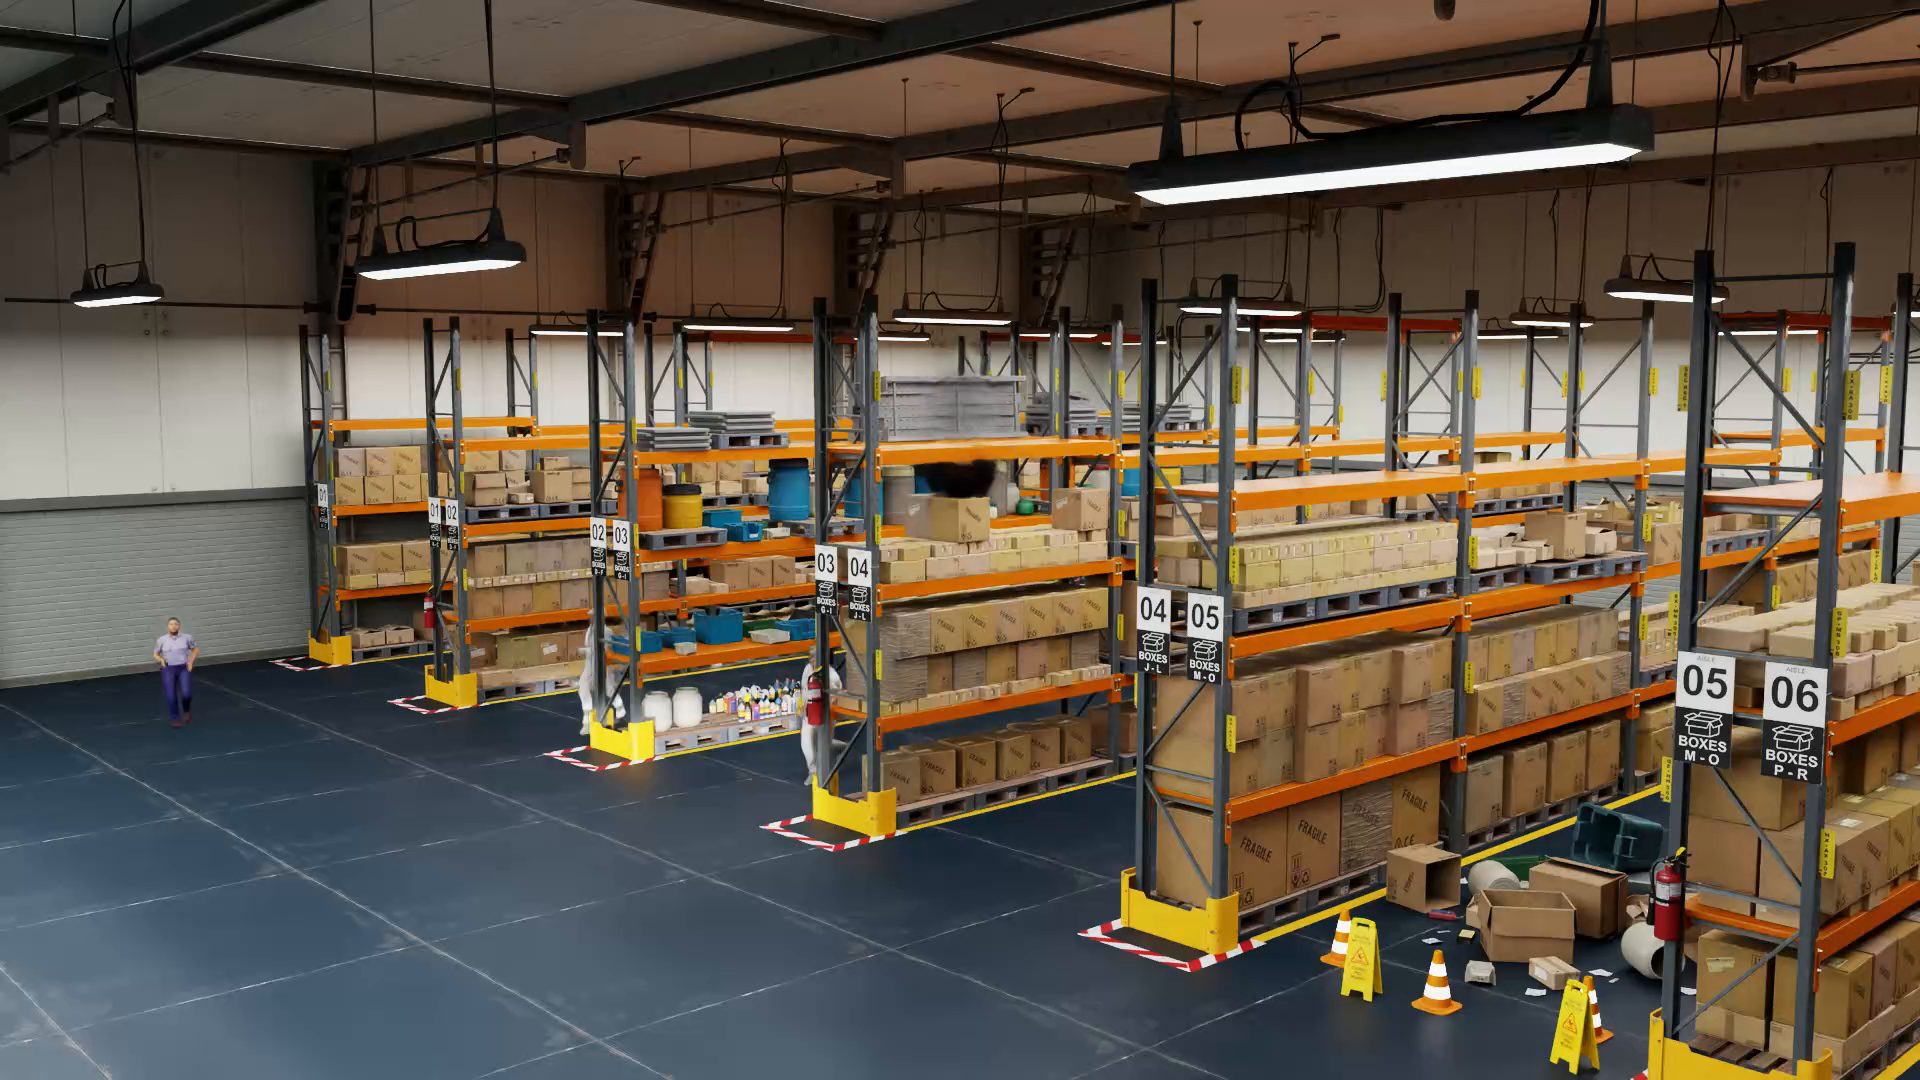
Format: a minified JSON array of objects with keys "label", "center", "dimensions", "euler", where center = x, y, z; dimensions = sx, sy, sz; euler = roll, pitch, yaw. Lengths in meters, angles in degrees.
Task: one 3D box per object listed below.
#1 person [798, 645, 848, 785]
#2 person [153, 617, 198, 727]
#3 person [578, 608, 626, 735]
[{"label":"person","center":[-1.749,2.180,21.106],"dimensions":[0.648,1.757,0.823],"euler":[3,6,27]},{"label":"person","center":[-11.401,1.933,24.175],"dimensions":[0.580,1.589,0.559],"euler":[-3,6,-24]},{"label":"person","center":[-5.185,1.859,23.895],"dimensions":[0.645,1.844,0.878],"euler":[4,7,34]}]
